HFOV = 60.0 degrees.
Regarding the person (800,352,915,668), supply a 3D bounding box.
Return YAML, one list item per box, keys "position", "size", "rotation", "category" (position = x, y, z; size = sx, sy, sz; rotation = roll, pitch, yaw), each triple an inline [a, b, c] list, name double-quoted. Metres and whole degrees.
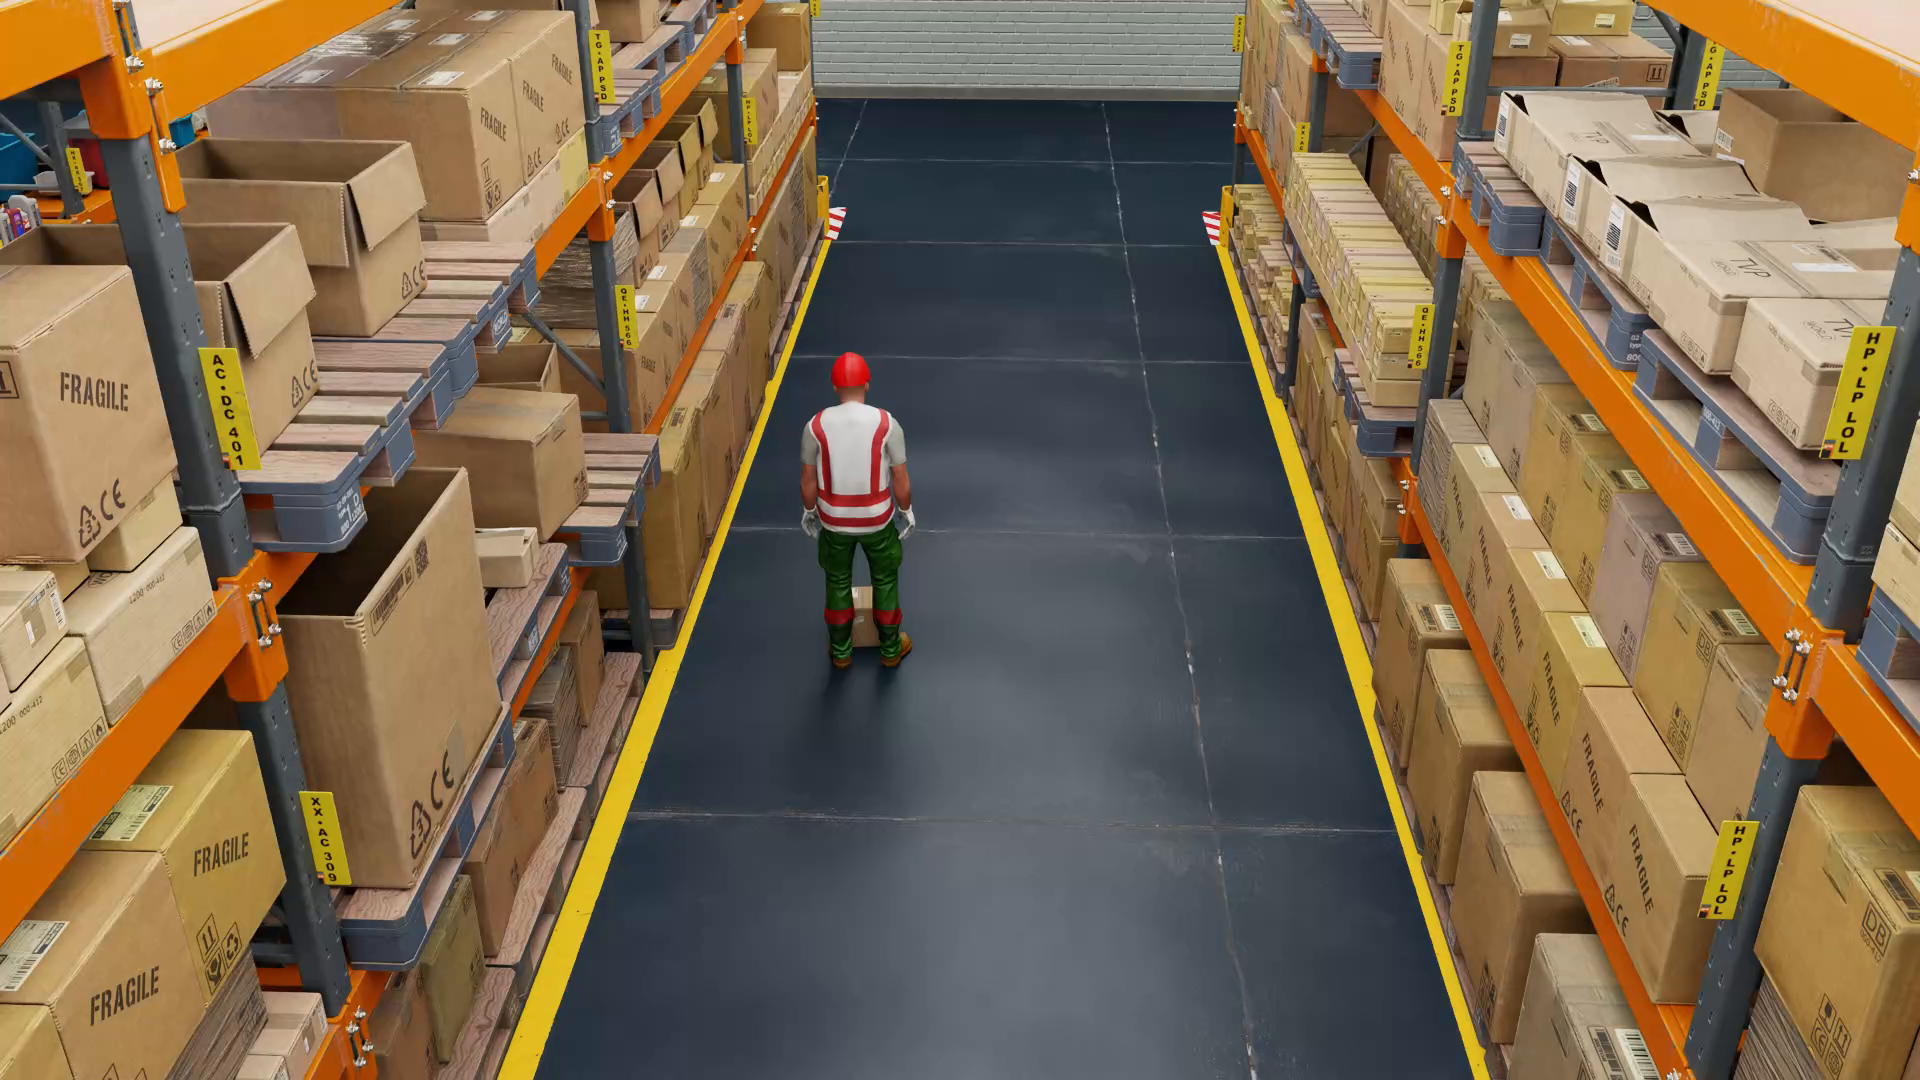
- position: [-0.542, -0.135, 8.861]
  size: [0.608, 1.779, 0.451]
  rotation: [1, 28, 2]
  category: "person"
